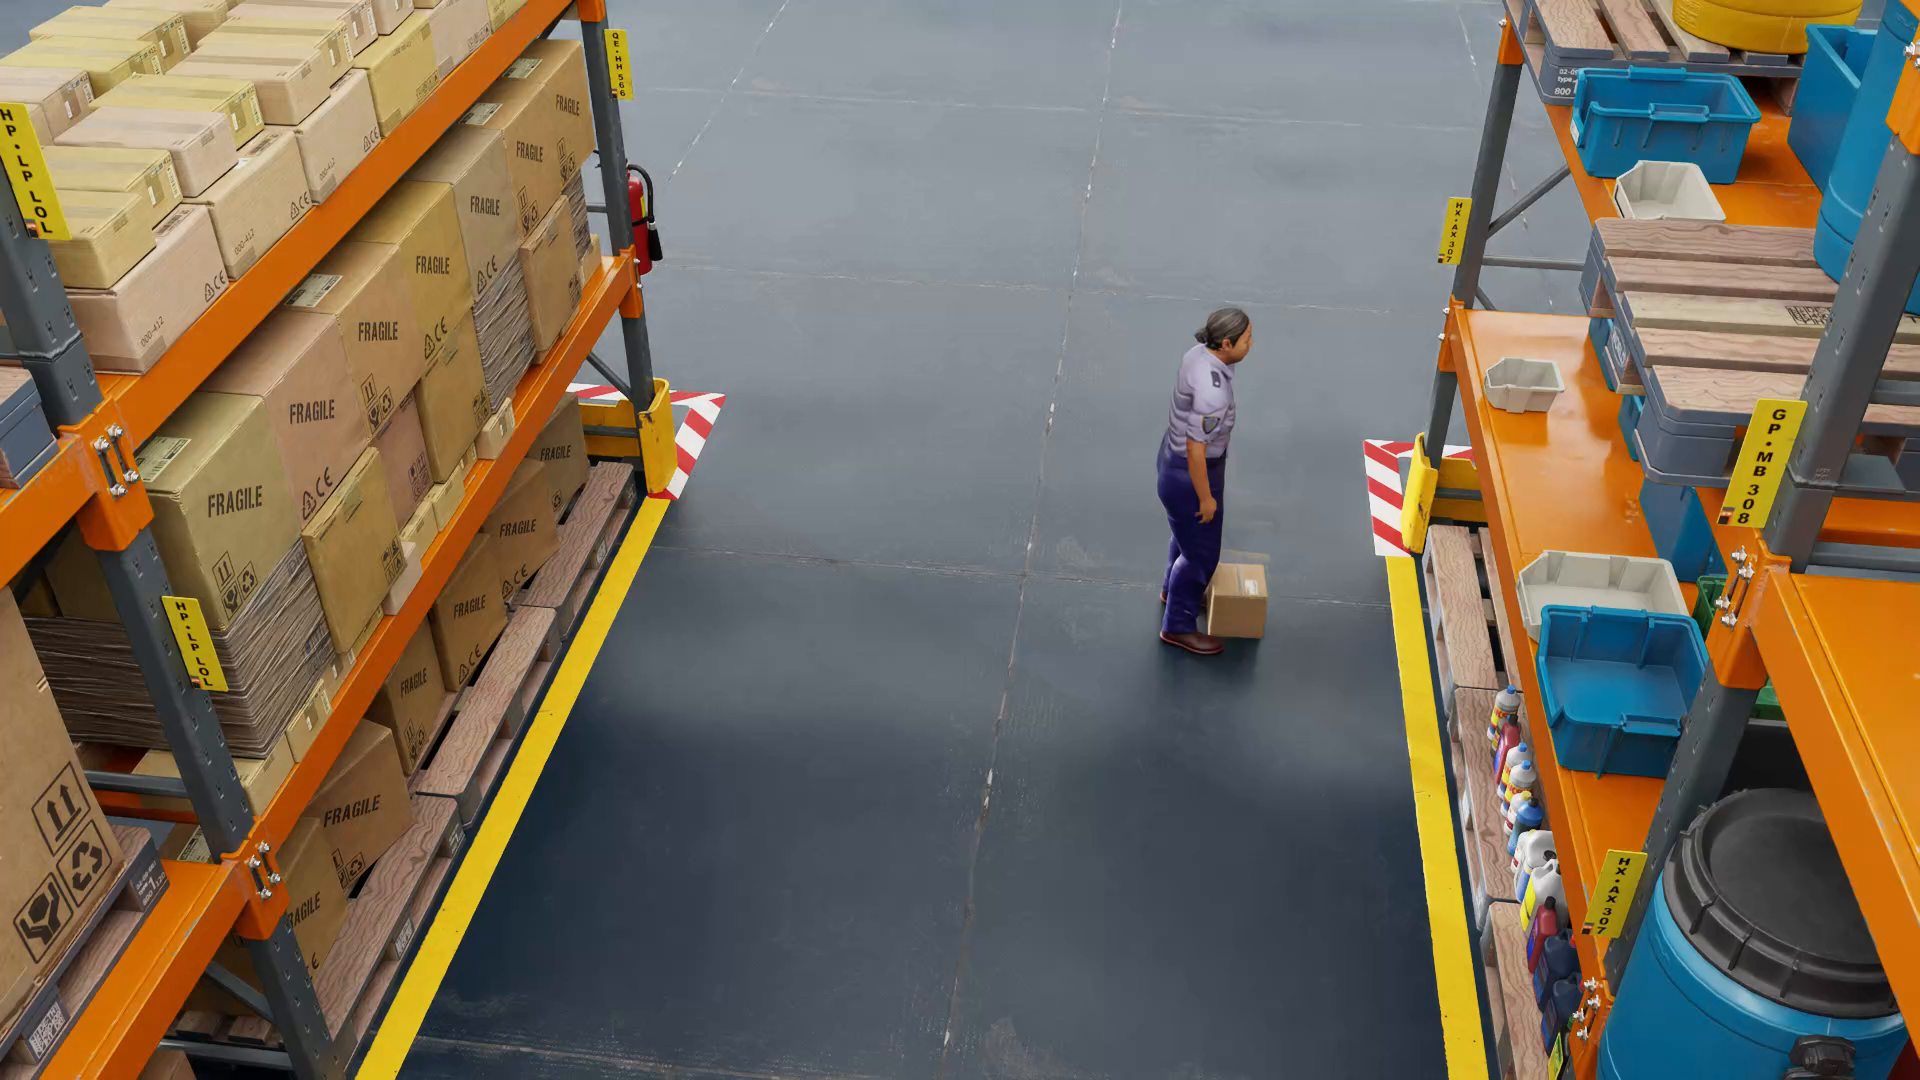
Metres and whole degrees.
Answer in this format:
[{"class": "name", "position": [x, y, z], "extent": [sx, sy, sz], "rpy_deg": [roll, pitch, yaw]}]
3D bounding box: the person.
[{"class": "person", "position": [1.069, -0.291, 7.441], "extent": [0.374, 1.650, 0.553], "rpy_deg": [3, 36, 4]}]
